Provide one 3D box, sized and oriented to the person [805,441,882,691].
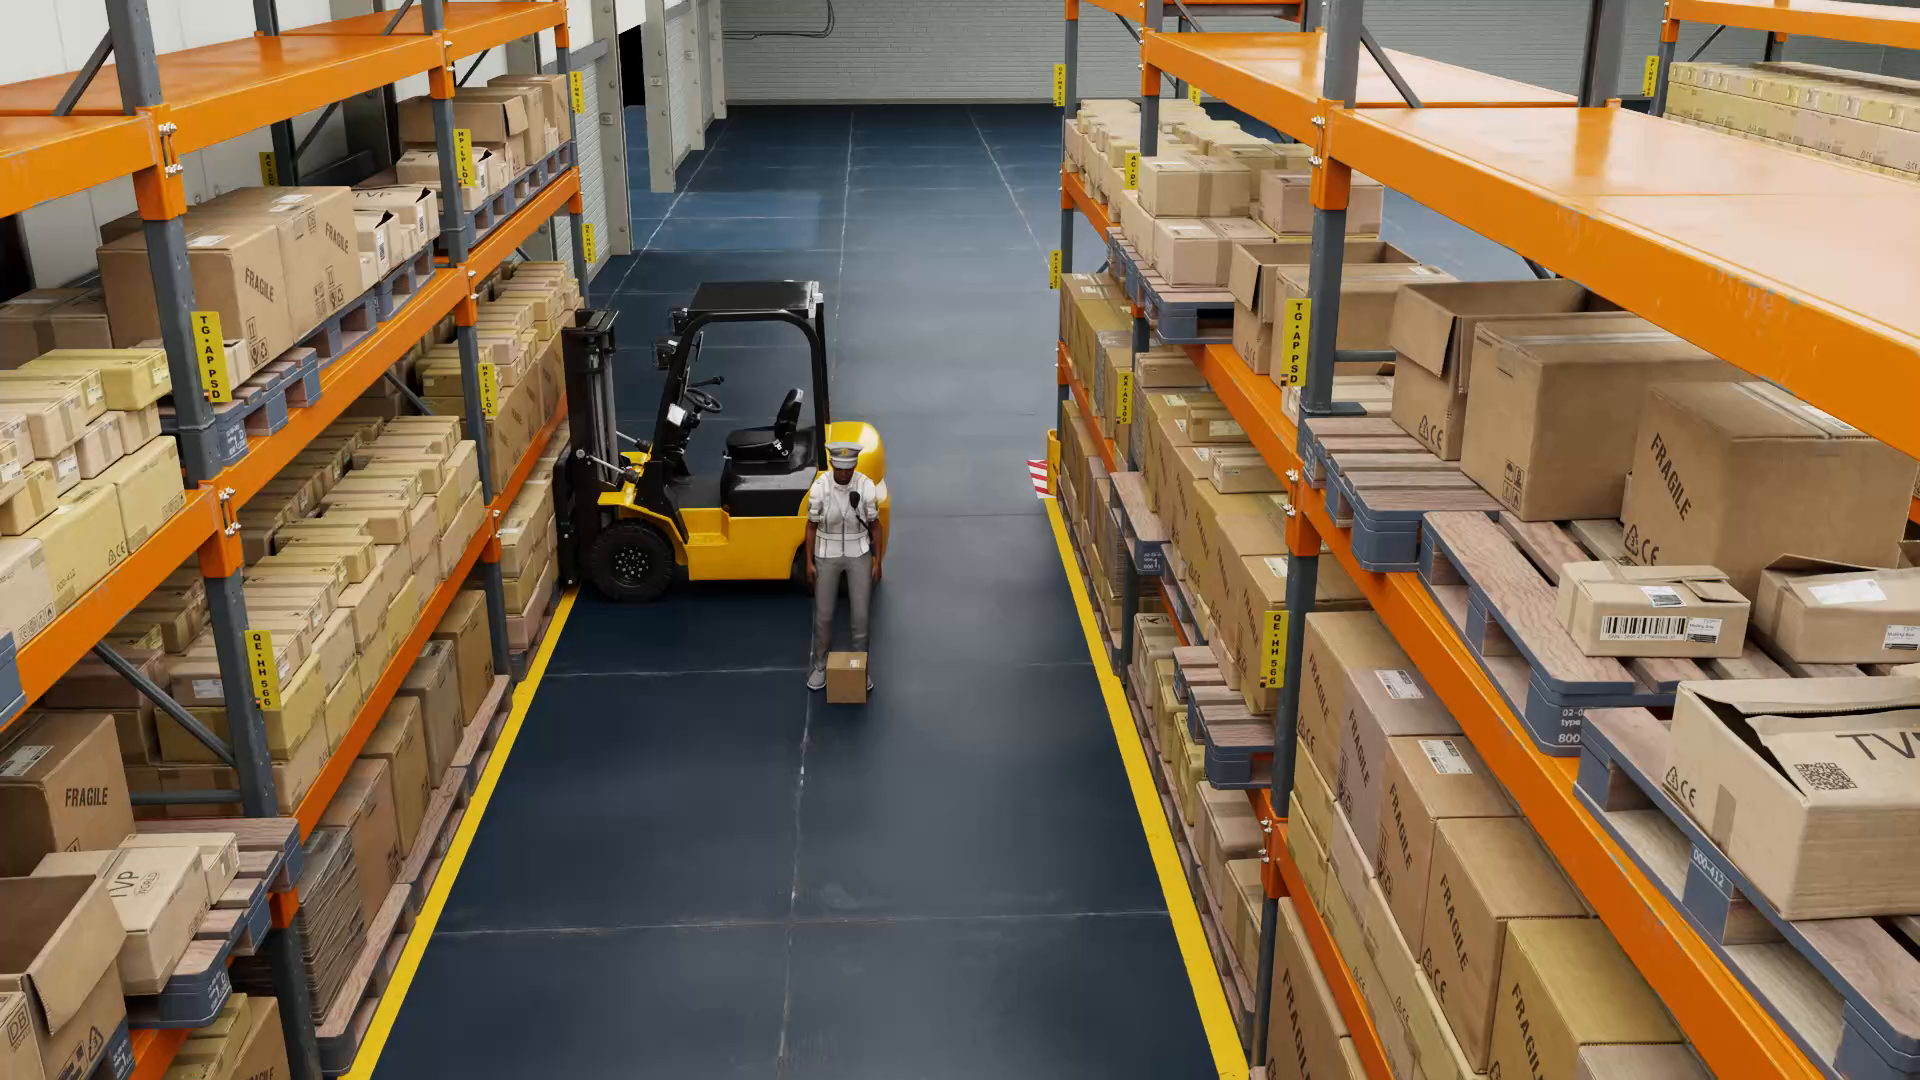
[{"bbox_3d":[-0.751,0.149,10.681,0.506,1.660,0.415,-1,21,-3],"label":"person"}]
